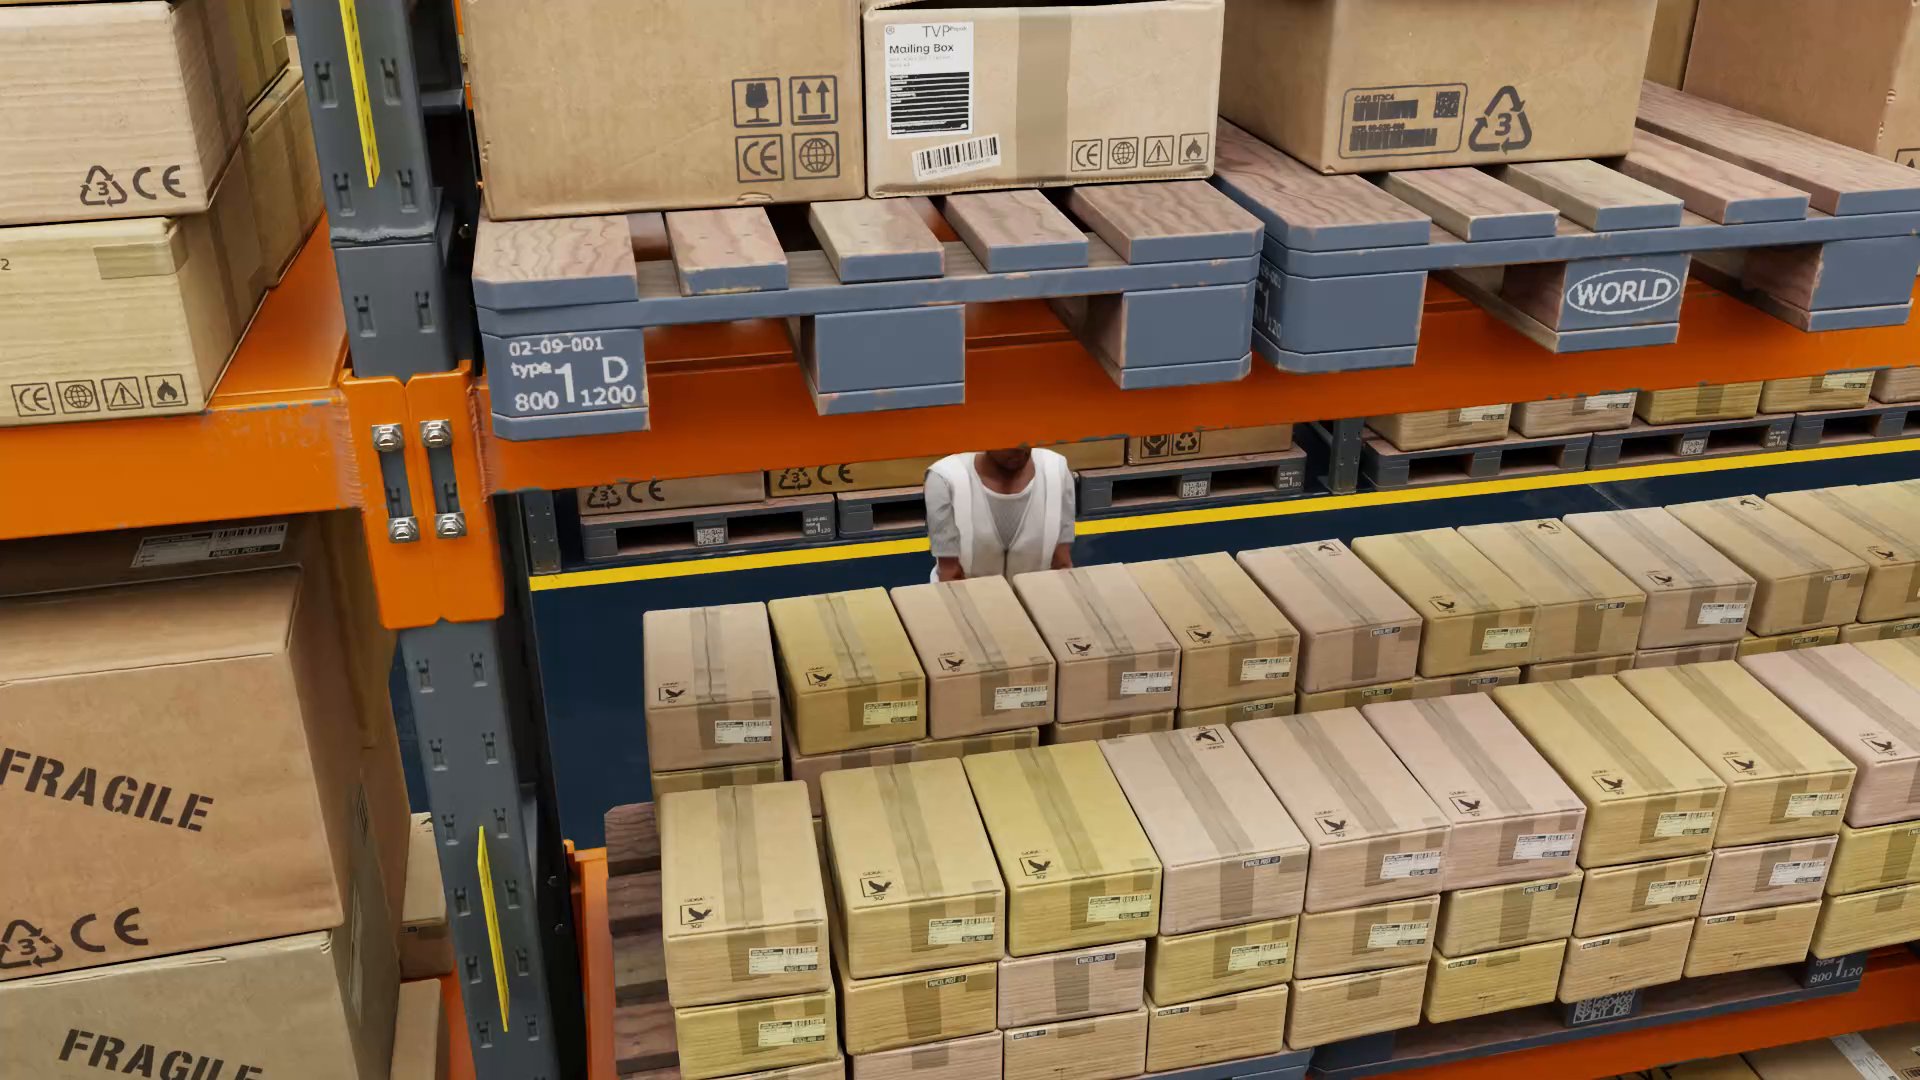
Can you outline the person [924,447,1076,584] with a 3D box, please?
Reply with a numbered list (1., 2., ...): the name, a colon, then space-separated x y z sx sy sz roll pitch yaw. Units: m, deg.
1. person: 0.148 0.321 5.452 0.491 1.778 0.587 -6 27 -12
